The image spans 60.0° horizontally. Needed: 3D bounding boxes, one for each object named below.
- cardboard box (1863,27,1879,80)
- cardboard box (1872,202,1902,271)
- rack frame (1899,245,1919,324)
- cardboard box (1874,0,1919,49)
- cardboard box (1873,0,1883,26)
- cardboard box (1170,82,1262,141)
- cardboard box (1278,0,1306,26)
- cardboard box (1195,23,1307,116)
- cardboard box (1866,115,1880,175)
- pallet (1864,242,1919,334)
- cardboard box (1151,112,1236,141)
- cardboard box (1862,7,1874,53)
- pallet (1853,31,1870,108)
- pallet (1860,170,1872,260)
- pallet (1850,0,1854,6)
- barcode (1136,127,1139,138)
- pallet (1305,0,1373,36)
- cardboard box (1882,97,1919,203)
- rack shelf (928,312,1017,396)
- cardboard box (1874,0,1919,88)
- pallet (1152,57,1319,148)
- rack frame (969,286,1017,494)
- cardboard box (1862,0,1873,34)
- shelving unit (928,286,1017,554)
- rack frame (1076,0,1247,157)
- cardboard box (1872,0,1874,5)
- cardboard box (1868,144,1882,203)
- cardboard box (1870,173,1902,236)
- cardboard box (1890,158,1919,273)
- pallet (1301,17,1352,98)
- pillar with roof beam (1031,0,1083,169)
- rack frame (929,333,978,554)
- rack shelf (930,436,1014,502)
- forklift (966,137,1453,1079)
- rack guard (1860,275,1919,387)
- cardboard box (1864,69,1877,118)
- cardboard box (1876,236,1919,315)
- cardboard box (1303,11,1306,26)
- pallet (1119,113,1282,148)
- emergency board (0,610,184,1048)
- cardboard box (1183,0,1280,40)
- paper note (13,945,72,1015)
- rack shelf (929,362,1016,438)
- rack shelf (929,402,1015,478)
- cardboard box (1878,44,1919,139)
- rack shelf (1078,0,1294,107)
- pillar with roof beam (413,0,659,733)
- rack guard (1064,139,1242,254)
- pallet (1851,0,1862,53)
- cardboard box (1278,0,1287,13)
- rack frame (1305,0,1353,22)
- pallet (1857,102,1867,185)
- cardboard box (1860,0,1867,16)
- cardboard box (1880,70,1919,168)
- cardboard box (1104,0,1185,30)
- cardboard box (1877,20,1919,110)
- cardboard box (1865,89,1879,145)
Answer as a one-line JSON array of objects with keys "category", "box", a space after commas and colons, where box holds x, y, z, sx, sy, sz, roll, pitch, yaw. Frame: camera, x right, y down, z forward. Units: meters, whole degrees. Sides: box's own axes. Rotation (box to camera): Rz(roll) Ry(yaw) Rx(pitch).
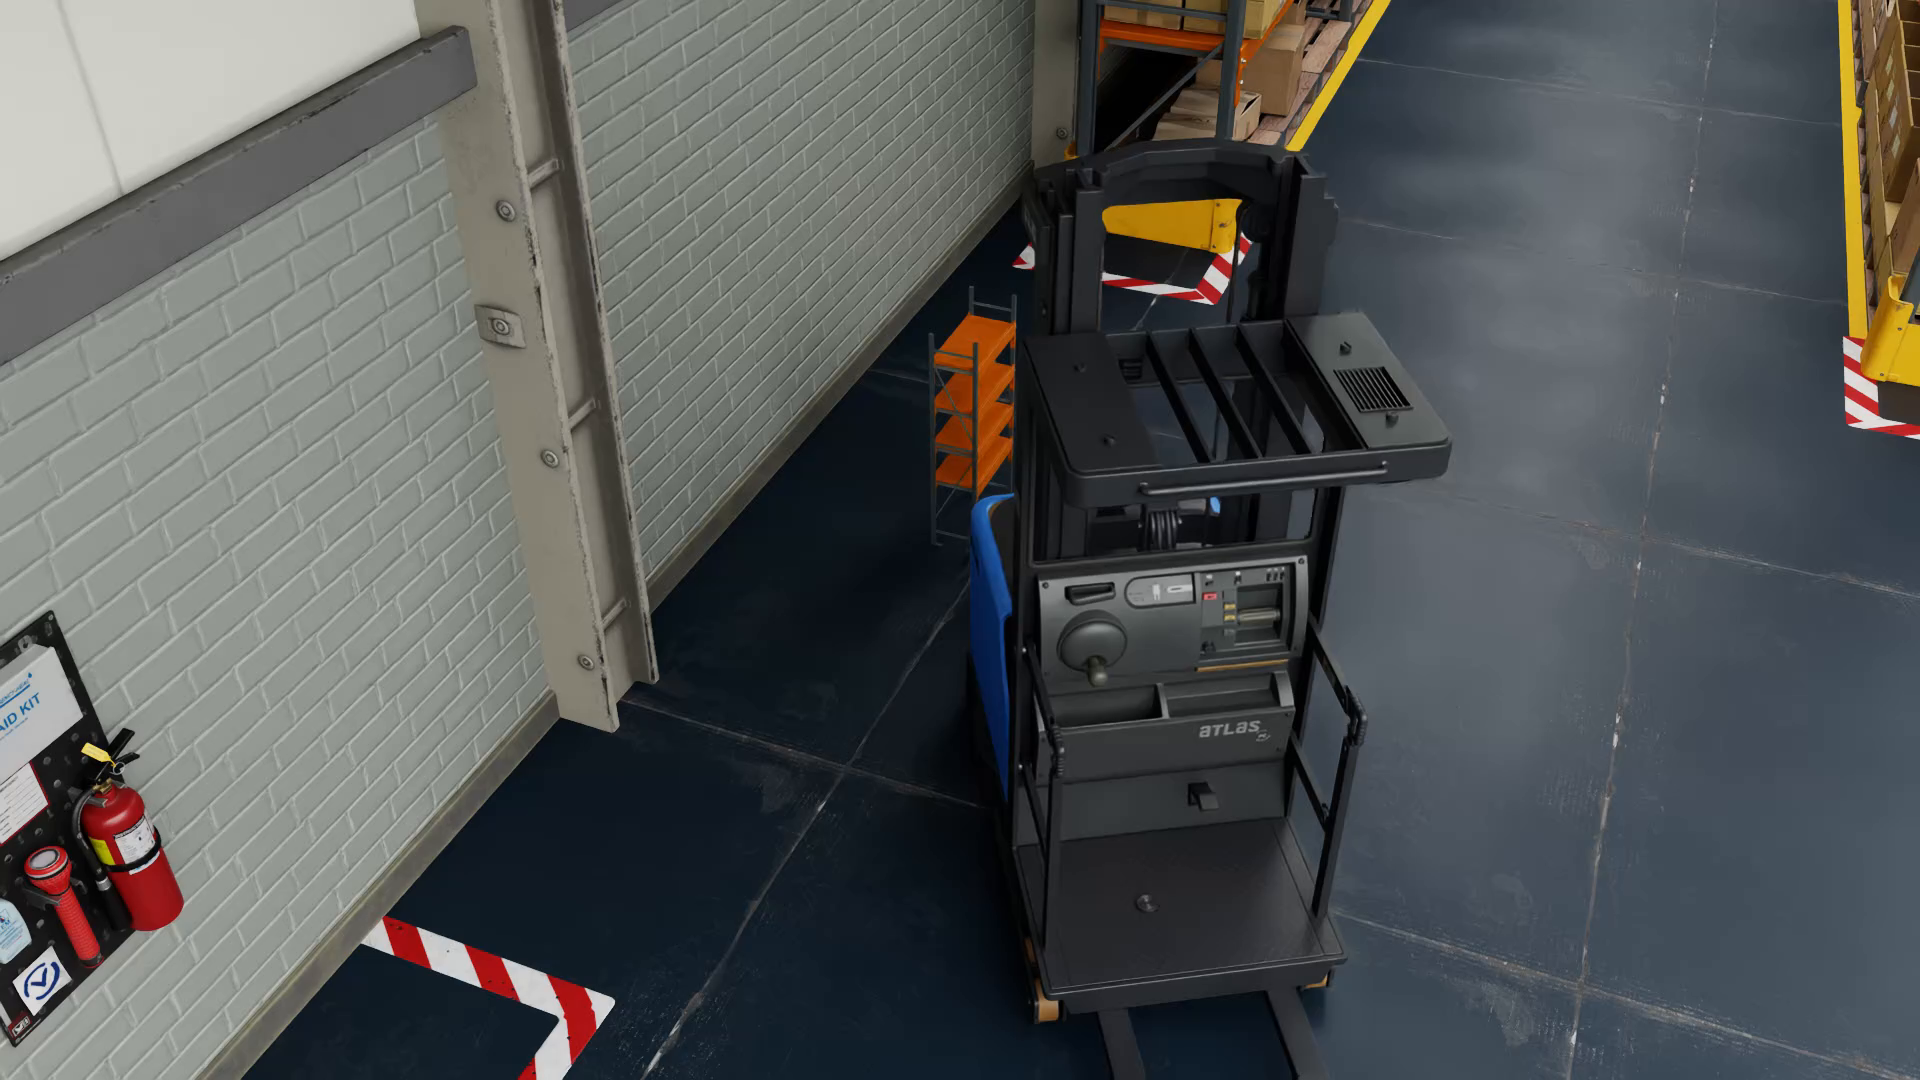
[{"category": "cardboard box", "box": [7.237, -3.695, 12.736, 0.500, 0.250, 0.500, 13, 39, 17]}, {"category": "cardboard box", "box": [5.935, -1.829, 10.239, 0.500, 0.250, 0.500, 14, 39, 18]}, {"category": "rack frame", "box": [5.825, -2.118, 8.680, 1.000, 3.000, 0.127, 14, 39, 18]}, {"category": "cardboard box", "box": [7.236, -3.914, 12.560, 0.500, 0.311, 0.500, 14, 39, 18]}, {"category": "cardboard box", "box": [7.428, -4.203, 12.947, 0.500, 0.311, 0.500, 15, 39, 19]}, {"category": "cardboard box", "box": [1.806, -3.022, 11.768, 0.500, 0.311, 0.500, 17, 40, 21]}, {"category": "cardboard box", "box": [2.407, -4.050, 12.986, 0.500, 0.500, 0.500, 11, 38, 14]}, {"category": "cardboard box", "box": [2.131, -3.493, 12.239, 0.700, 0.500, 0.500, 11, 38, 15]}, {"category": "cardboard box", "box": [6.500, -2.661, 11.352, 0.500, 0.250, 0.500, 14, 39, 18]}, {"category": "pallet", "box": [6.077, -1.434, 10.094, 1.003, 0.211, 1.213, 14, 39, 18]}, {"category": "cardboard box", "box": [1.589, -2.706, 11.345, 0.500, 0.311, 0.500, 10, 38, 13]}, {"category": "cardboard box", "box": [7.431, -3.975, 13.110, 0.500, 0.250, 0.500, 13, 39, 17]}, {"category": "pallet", "box": [7.591, -3.633, 13.035, 1.003, 0.211, 1.213, 14, 39, 18]}, {"category": "pallet", "box": [6.543, -2.107, 10.995, 1.003, 0.211, 1.213, 14, 39, 18]}, {"category": "pallet", "box": [8.520, -4.984, 14.843, 1.003, 0.211, 1.213, 14, 39, 18]}, {"category": "barcode", "box": [1.226, -2.811, 11.478, 0.001, 0.075, 0.075, 14, 39, 18]}, {"category": "pallet", "box": [3.060, -4.774, 14.562, 1.003, 0.211, 1.213, 14, 39, 18]}, {"category": "cardboard box", "box": [6.121, -2.407, 10.386, 0.500, 0.500, 0.500, 14, 39, 18]}, {"category": "rack shelf", "box": [0.063, -0.887, 7.880, 0.258, 0.148, 0.480, 14, 39, 18]}, {"category": "cardboard box", "box": [6.881, -3.515, 11.868, 0.500, 0.500, 0.500, 14, 39, 18]}, {"category": "pallet", "box": [2.079, -3.285, 12.570, 1.003, 0.211, 1.213, 14, 39, 18]}, {"category": "rack frame", "box": [0.156, -0.707, 8.296, 0.240, 1.200, 0.015, 14, 39, 18]}, {"category": "cardboard box", "box": [7.625, -4.258, 13.489, 0.500, 0.250, 0.500, 15, 39, 19]}, {"category": "shelving unit", "box": [0.063, -0.572, 8.115, 0.258, 1.200, 0.503, 14, 39, 18]}, {"category": "rack frame", "box": [1.243, -3.245, 10.187, 1.000, 3.000, 0.127, 14, 39, 18]}, {"category": "cardboard box", "box": [7.620, -4.479, 13.316, 0.500, 0.311, 0.500, 14, 39, 18]}, {"category": "cardboard box", "box": [6.316, -2.383, 10.980, 0.500, 0.250, 0.500, 14, 39, 18]}, {"category": "cardboard box", "box": [6.124, -2.106, 10.610, 0.500, 0.250, 0.500, 14, 39, 18]}, {"category": "cardboard box", "box": [5.754, -1.850, 9.641, 0.500, 0.500, 0.500, 14, 39, 18]}, {"category": "pallet", "box": [2.542, -3.962, 13.476, 1.003, 0.211, 1.213, 14, 39, 18]}, {"category": "pillar with roof beam", "box": [4.690, -5.251, 7.861, 9.100, 9.000, 0.400, 14, 39, 18]}, {"category": "rack frame", "box": [-0.030, -0.437, 7.934, 0.240, 1.200, 0.015, 14, 39, 18]}, {"category": "rack shelf", "box": [0.063, -0.359, 8.274, 0.258, 0.148, 0.480, 14, 39, 18]}, {"category": "forklift", "box": [0.758, 0.336, 5.454, 1.130, 2.935, 3.031, -5, 37, -7]}, {"category": "rack guard", "box": [5.816, -1.104, 9.411, 1.175, 0.500, 0.348, 14, 39, 18]}, {"category": "cardboard box", "box": [6.890, -3.212, 12.089, 0.500, 0.250, 0.500, 14, 39, 18]}, {"category": "cardboard box", "box": [5.756, -1.549, 9.865, 0.500, 0.250, 0.500, 14, 39, 18]}, {"category": "cardboard box", "box": [2.589, -4.198, 13.461, 0.380, 0.166, 0.250, 9, 38, 12]}, {"category": "pallet", "box": [1.613, -2.612, 11.669, 1.003, 0.211, 1.213, 14, 39, 18]}, {"category": "emergency board", "box": [-2.549, 0.852, 4.706, 0.194, 1.169, 0.643, 14, 39, 18]}, {"category": "cardboard box", "box": [1.722, -3.390, 10.491, 0.500, 0.250, 0.500, 13, 39, 16]}, {"category": "paper note", "box": [-2.681, 1.287, 4.859, 0.016, 0.148, 0.142, 14, 39, 18]}, {"category": "rack shelf", "box": [0.063, -0.698, 8.021, 0.258, 0.148, 0.480, 14, 39, 18]}, {"category": "rack shelf", "box": [0.063, -0.518, 8.155, 0.258, 0.148, 0.480, 14, 39, 18]}, {"category": "cardboard box", "box": [6.501, -2.961, 11.127, 0.500, 0.500, 0.500, 14, 39, 18]}, {"category": "rack shelf", "box": [2.004, -4.064, 11.884, 1.077, 0.370, 4.000, 14, 39, 18]}, {"category": "pillar with roof beam", "box": [2.407, -1.930, 3.417, 9.100, 9.000, 0.400, 14, 39, 18]}, {"category": "rack guard", "box": [1.272, -2.285, 10.992, 1.175, 0.500, 0.348, 14, 39, 18]}, {"category": "pallet", "box": [8.054, -4.311, 13.942, 1.003, 0.211, 1.213, 14, 39, 18]}, {"category": "cardboard box", "box": [1.906, -3.681, 10.880, 0.500, 0.250, 0.500, 13, 39, 16]}, {"category": "rack frame", "box": [2.765, -5.459, 13.150, 1.000, 3.000, 0.127, 14, 39, 18]}, {"category": "pallet", "box": [7.006, -2.785, 11.901, 1.003, 0.211, 1.213, 14, 39, 18]}, {"category": "cardboard box", "box": [7.820, -4.540, 13.866, 0.500, 0.250, 0.500, 15, 39, 19]}, {"category": "cardboard box", "box": [6.312, -2.684, 10.756, 0.500, 0.500, 0.500, 14, 39, 18]}, {"category": "cardboard box", "box": [1.241, -3.496, 10.631, 0.500, 0.250, 0.500, 14, 39, 18]}, {"category": "cardboard box", "box": [6.698, -3.236, 11.495, 0.500, 0.500, 0.500, 14, 39, 18]}, {"category": "cardboard box", "box": [6.695, -2.936, 11.721, 0.500, 0.250, 0.500, 14, 39, 18]}]
